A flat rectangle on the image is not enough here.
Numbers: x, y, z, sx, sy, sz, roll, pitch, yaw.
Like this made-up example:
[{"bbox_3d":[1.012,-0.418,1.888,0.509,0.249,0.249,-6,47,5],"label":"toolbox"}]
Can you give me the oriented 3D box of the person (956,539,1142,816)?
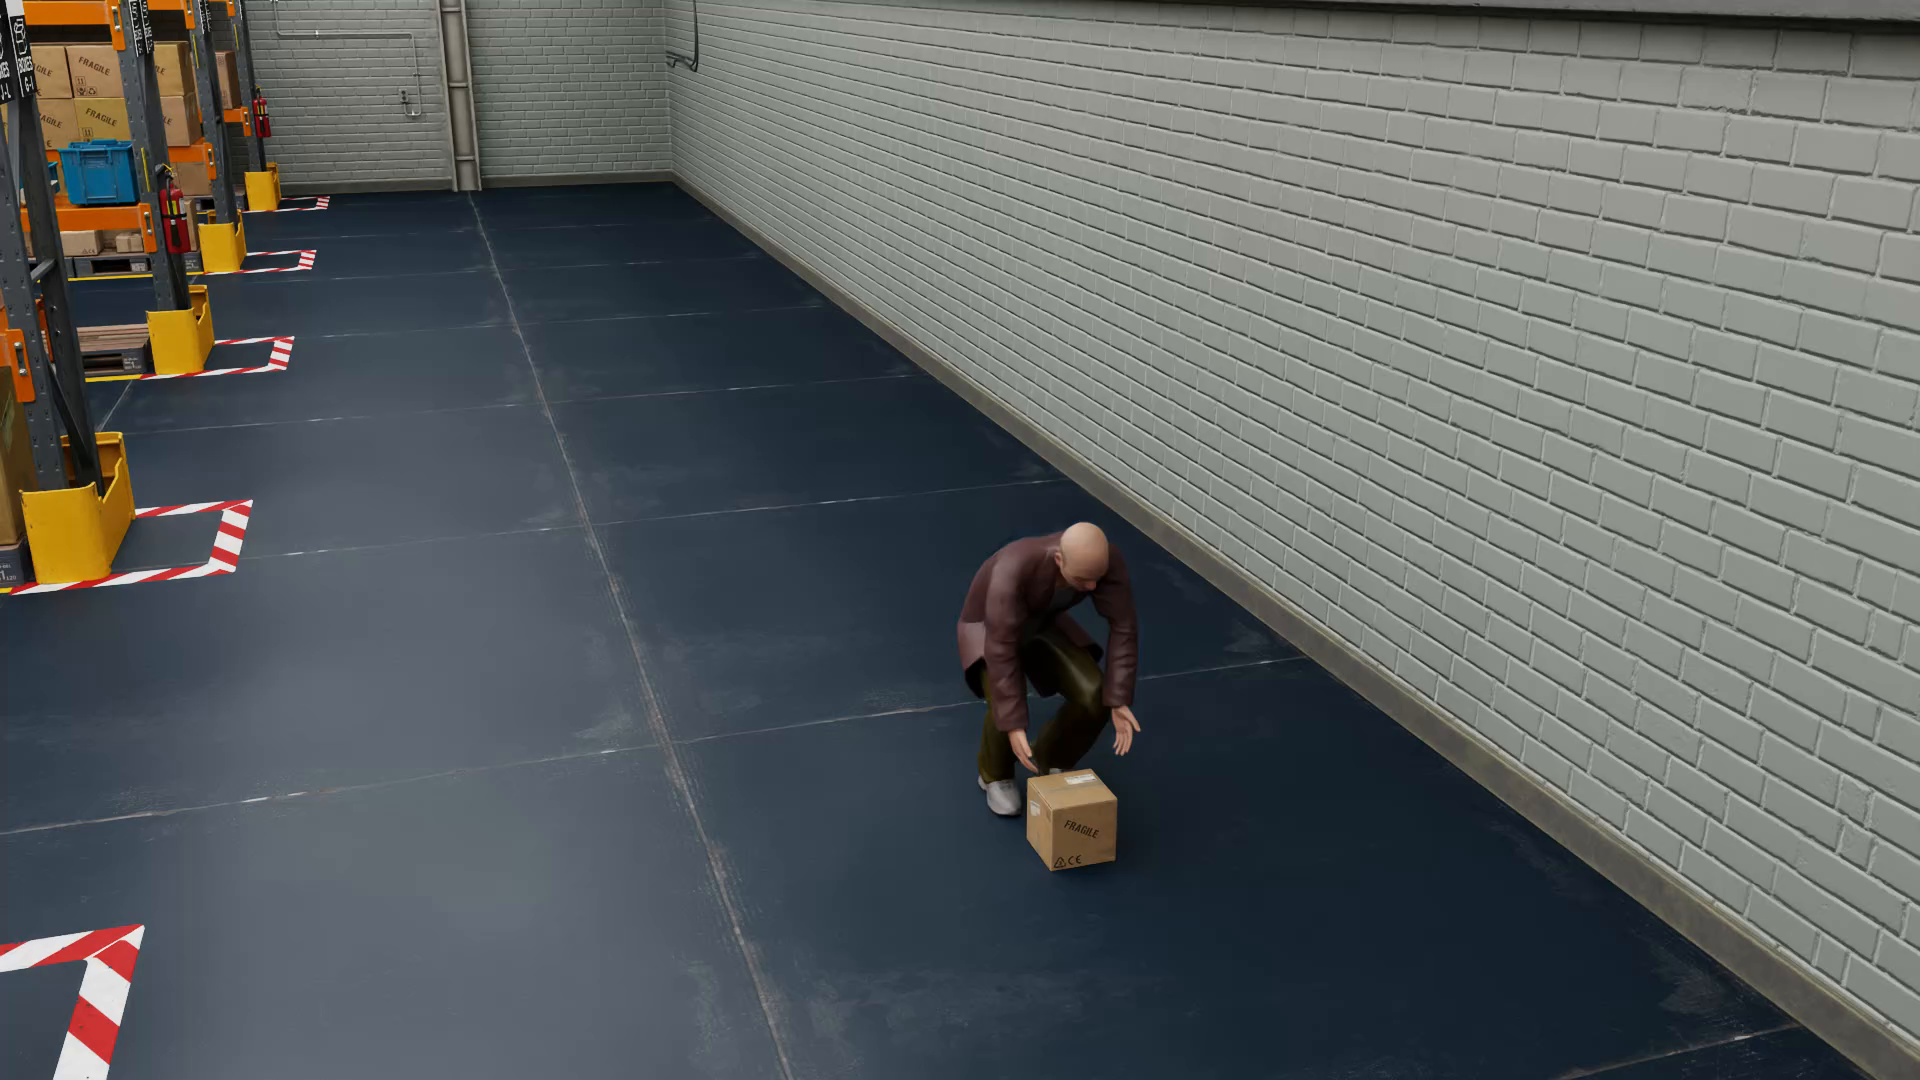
[{"bbox_3d":[0.316,0.454,6.230,0.619,1.153,0.840,-6,20,-17],"label":"person"}]
